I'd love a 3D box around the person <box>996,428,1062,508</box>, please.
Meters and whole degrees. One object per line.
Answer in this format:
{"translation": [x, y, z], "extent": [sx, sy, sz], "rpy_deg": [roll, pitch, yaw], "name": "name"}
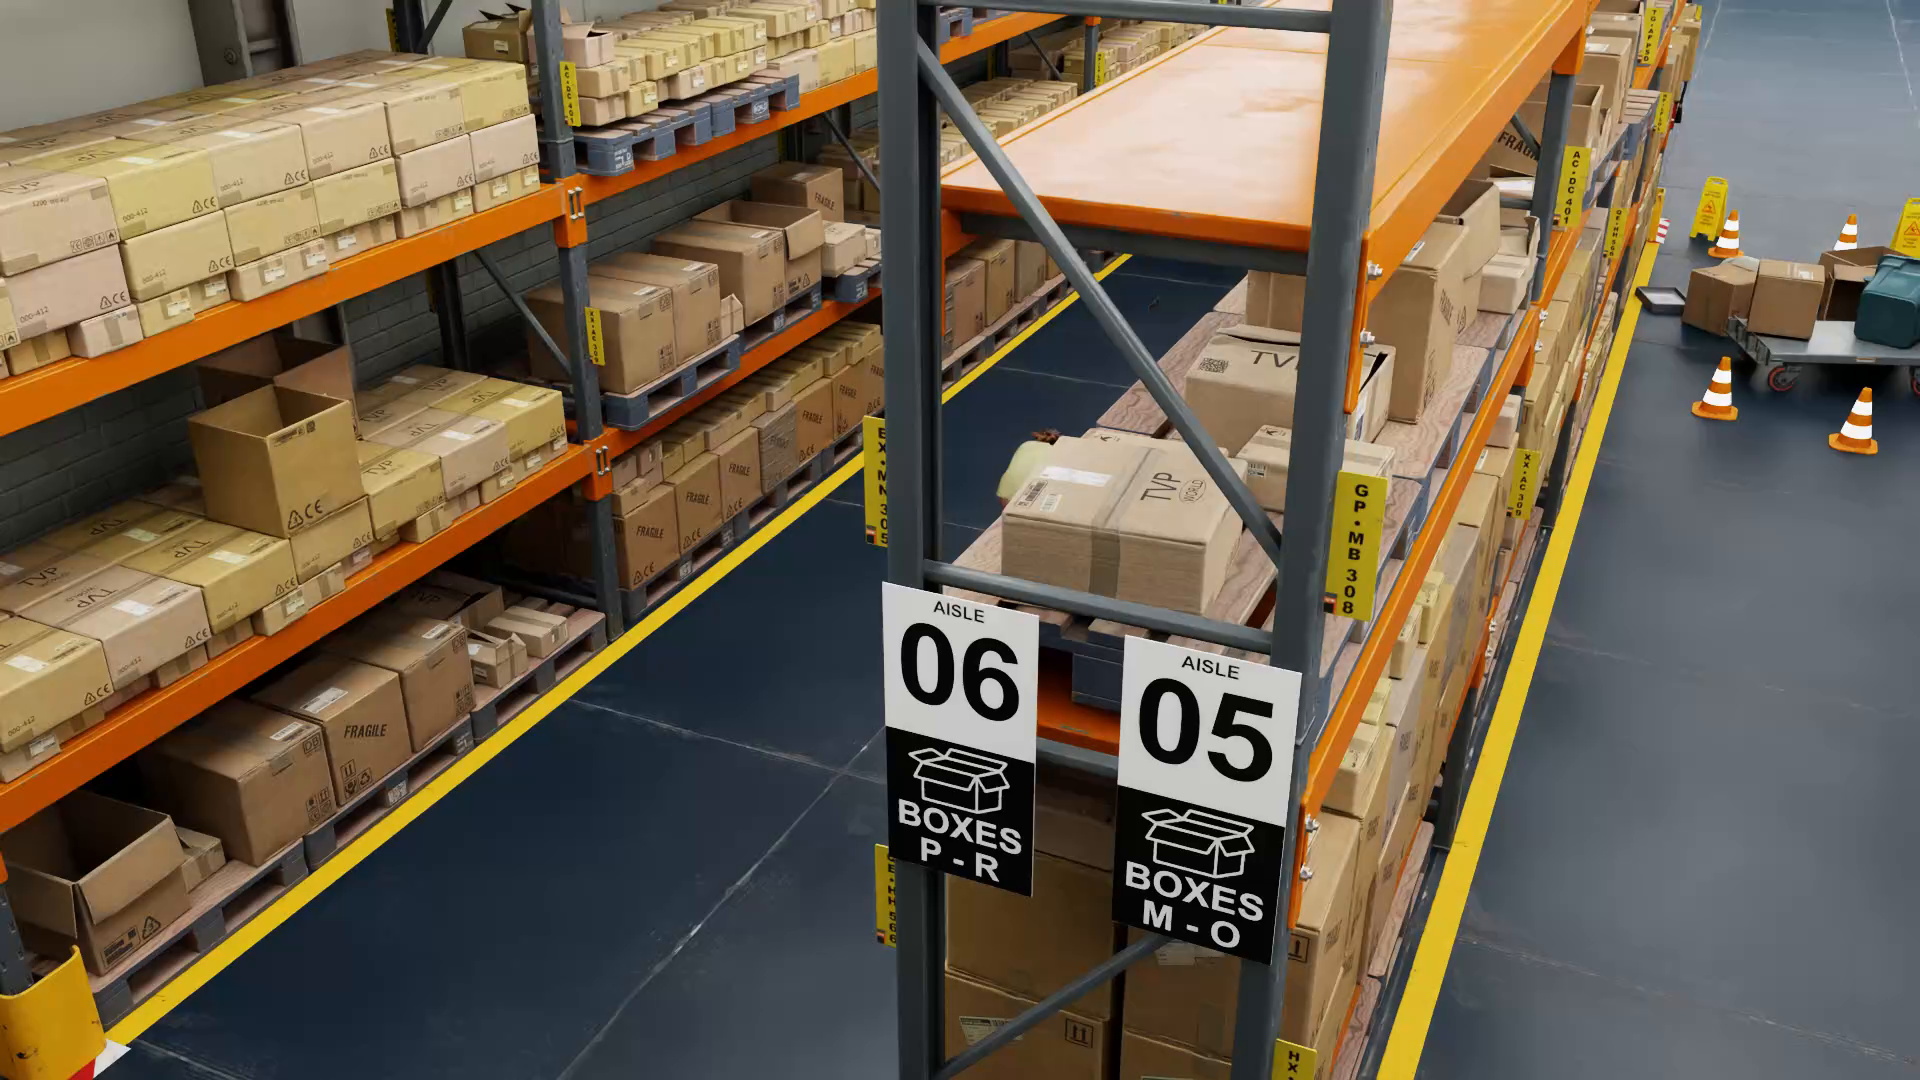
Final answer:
{"translation": [0.515, -0.317, 11.138], "extent": [0.457, 0.756, 0.864], "rpy_deg": [11, 28, 21], "name": "person"}
